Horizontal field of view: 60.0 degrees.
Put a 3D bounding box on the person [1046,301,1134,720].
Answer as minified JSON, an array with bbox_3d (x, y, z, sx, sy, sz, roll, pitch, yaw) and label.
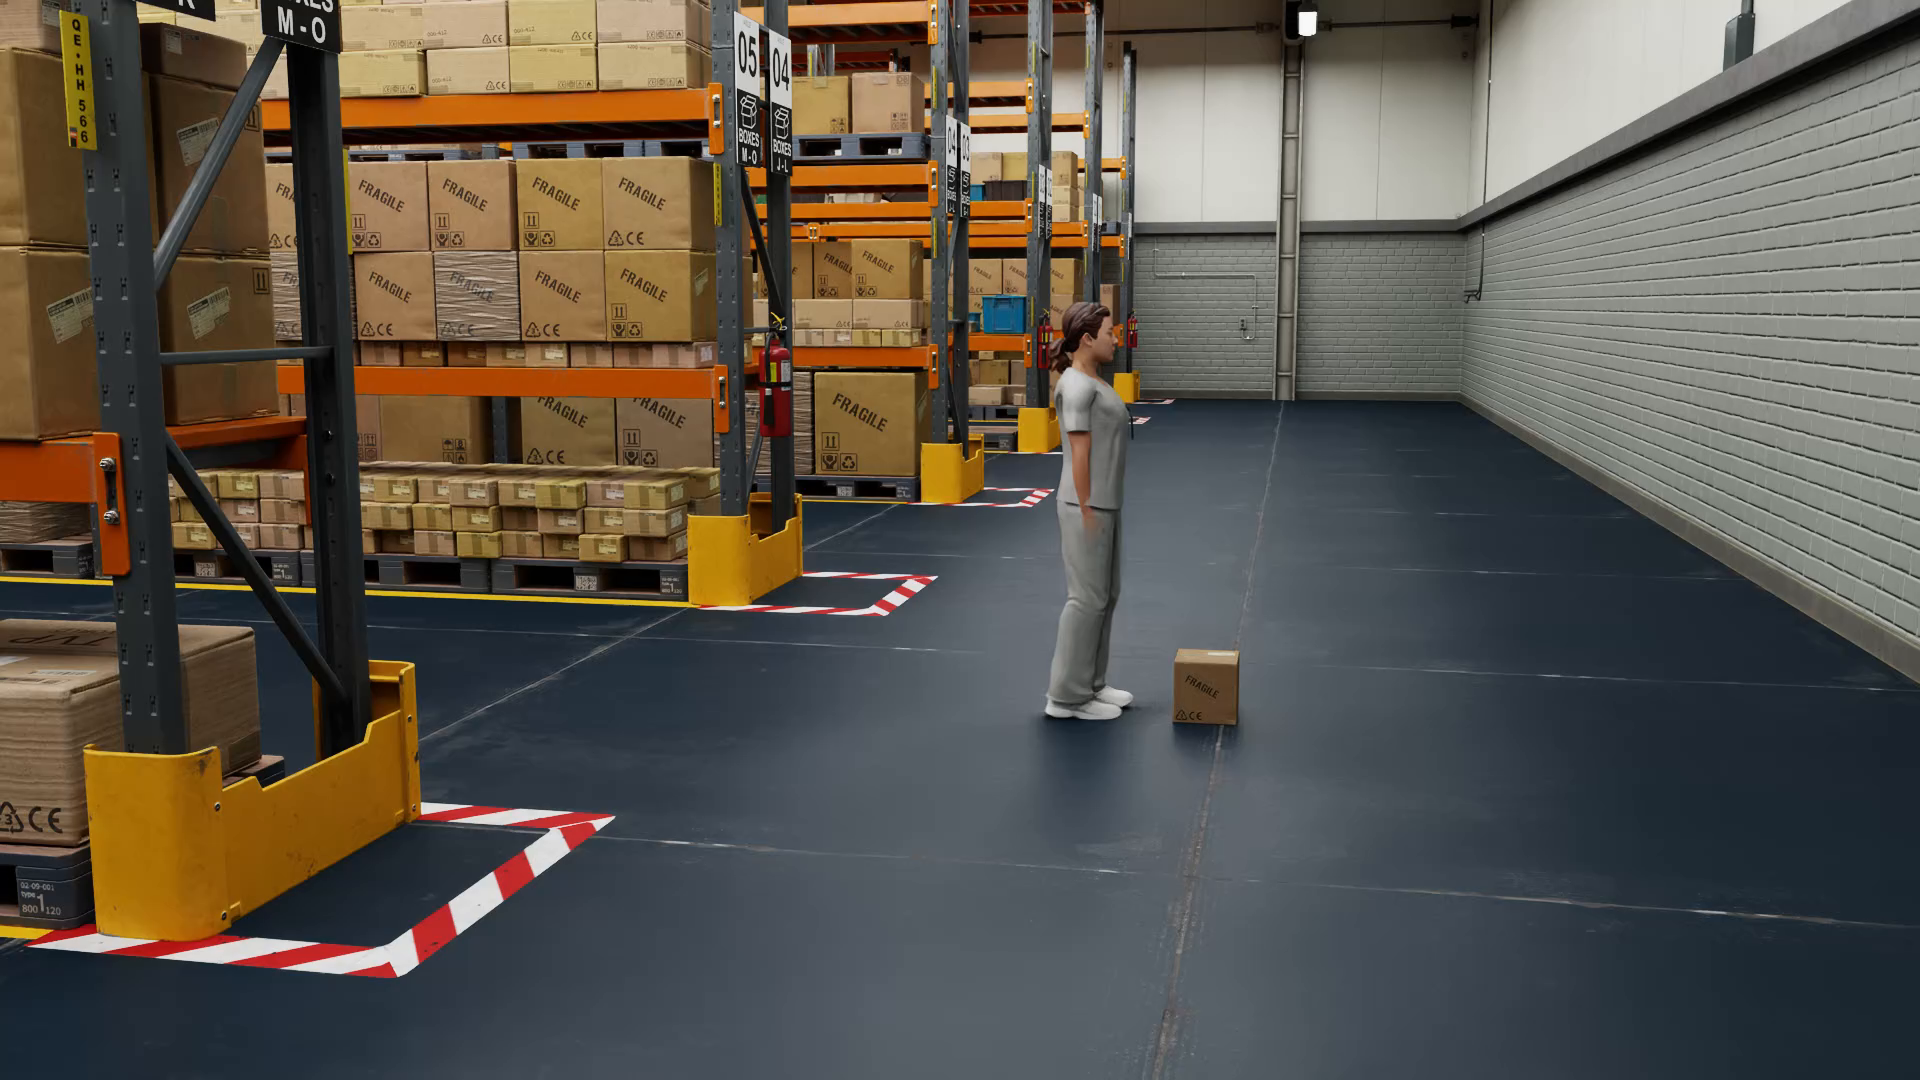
[{"bbox_3d":[0.520,-0.121,6.735,0.364,1.674,0.437,2,8,13],"label":"person"}]
